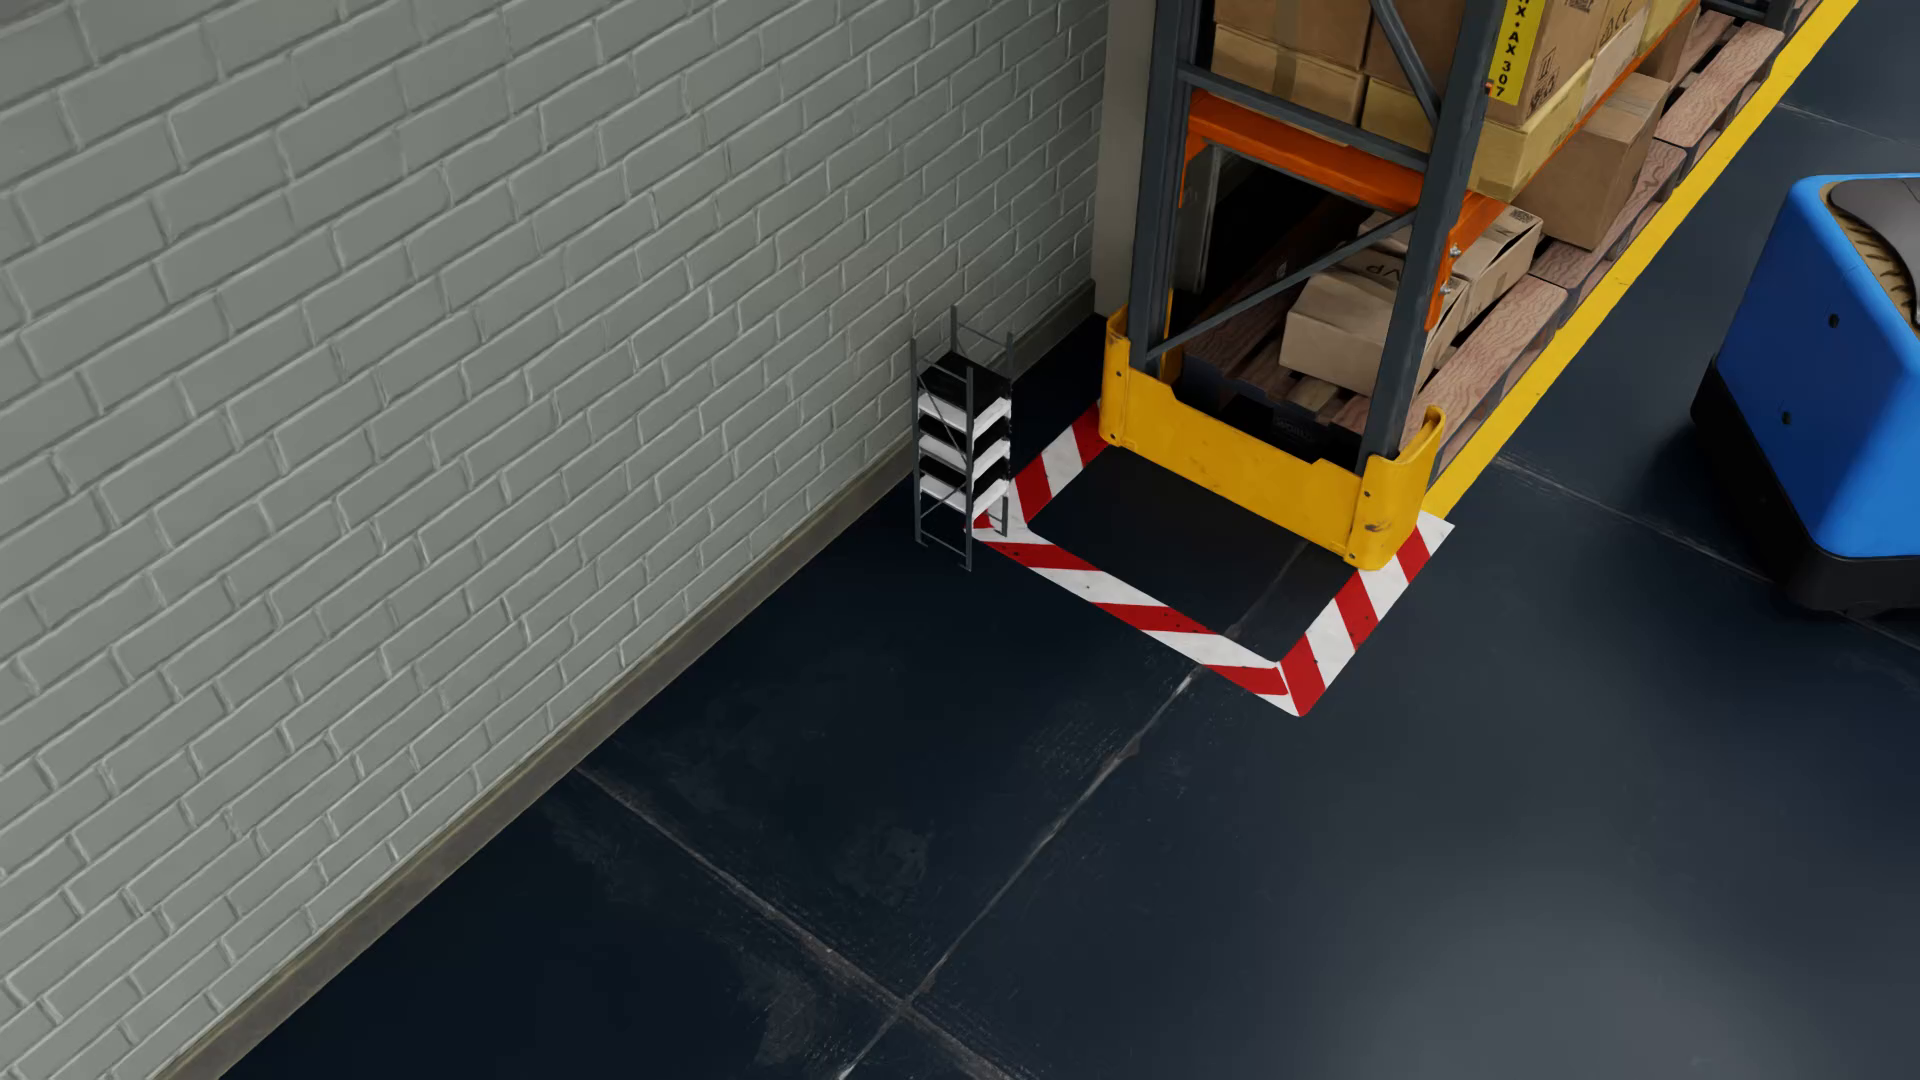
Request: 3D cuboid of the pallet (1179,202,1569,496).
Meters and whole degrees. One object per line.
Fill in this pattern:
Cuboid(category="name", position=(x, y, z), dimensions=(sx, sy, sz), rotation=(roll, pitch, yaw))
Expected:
Cuboid(category="pallet", position=(1.575, -0.754, 6.325), dimensions=(1.003, 0.211, 1.213), rotation=(29, 53, 25))

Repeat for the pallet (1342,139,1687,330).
Cuboid(category="pallet", position=(2.321, -1.449, 6.989), dimensions=(1.003, 0.211, 1.213), rotation=(29, 53, 25))

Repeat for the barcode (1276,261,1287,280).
Cuboid(category="barcode", position=(1.192, -0.994, 6.174), dimensions=(0.001, 0.075, 0.075), rotation=(29, 53, 25))

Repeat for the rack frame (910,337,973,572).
Cuboid(category="rack frame", position=(-0.057, -0.257, 5.373), dimensions=(0.240, 0.900, 0.006), rotation=(29, 53, 25))

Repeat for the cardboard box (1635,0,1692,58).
Cuboid(category="cardboard box", position=(2.175, -1.911, 5.591), dimensions=(0.500, 0.250, 0.500), rotation=(28, 53, 24))

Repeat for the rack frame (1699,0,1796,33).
Cuboid(category="rack frame", position=(3.449, -3.514, 7.032), dimensions=(1.000, 3.000, 0.127), rotation=(29, 53, 25))

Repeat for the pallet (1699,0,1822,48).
Cuboid(category="pallet", position=(3.924, -2.997, 8.467), dimensions=(1.003, 0.211, 1.213), rotation=(29, 53, 25))

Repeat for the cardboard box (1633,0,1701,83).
Cuboid(category="cardboard box", position=(2.846, -2.191, 7.193), dimensions=(0.500, 0.500, 0.500), rotation=(25, 51, 22))

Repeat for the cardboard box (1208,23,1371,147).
Cuboid(category="cardboard box", position=(1.136, -1.533, 5.230), dimensions=(0.500, 0.250, 0.500), rotation=(30, 53, 25))

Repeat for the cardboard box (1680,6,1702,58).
Cuboid(category="cardboard box", position=(3.146, -2.368, 7.592), dimensions=(0.380, 0.166, 0.250), rotation=(23, 50, 20))

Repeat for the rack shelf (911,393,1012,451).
Cuboid(category="rack shelf", position=(0.005, -0.417, 5.323), dimensions=(0.258, 0.077, 0.200), rotation=(29, 53, 25))

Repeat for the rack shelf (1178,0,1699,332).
Cuboid(category="rack shelf", position=(2.226, -2.121, 6.199), dimensions=(1.077, 0.370, 4.000), rotation=(29, 53, 25))

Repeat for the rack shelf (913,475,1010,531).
Cuboid(category="rack shelf", position=(0.005, -0.168, 5.583), dimensions=(0.258, 0.077, 0.200), rotation=(29, 53, 25))

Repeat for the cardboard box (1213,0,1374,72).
Cuboid(category="cardboard box", position=(1.123, -1.803, 4.969), dimensions=(0.500, 0.500, 0.500), rotation=(29, 53, 25))

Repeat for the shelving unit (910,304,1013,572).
Cuboid(category="shelving unit", position=(0.005, -0.315, 5.429), dimensions=(0.258, 0.900, 0.210), rotation=(29, 53, 25))

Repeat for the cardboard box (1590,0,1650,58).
Cuboid(category="cardboard box", position=(1.843, -1.858, 5.021), dimensions=(0.500, 0.500, 0.500), rotation=(29, 53, 25))

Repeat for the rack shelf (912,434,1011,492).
Cuboid(category="rack shelf", position=(0.005, -0.292, 5.453), dimensions=(0.258, 0.077, 0.200), rotation=(29, 53, 25))

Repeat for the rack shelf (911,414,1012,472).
Cuboid(category="rack shelf", position=(0.005, -0.355, 5.388), dimensions=(0.258, 0.077, 0.200), rotation=(29, 53, 25))

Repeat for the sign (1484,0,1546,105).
Cuboid(category="sign", position=(1.433, -1.284, 4.304), dimensions=(0.100, 0.325, 0.005), rotation=(29, 53, 25))

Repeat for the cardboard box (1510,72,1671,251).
Cuboid(category="cardboard box", position=(2.334, -1.593, 6.622), dimensions=(0.700, 0.500, 0.500), rotation=(26, 52, 23))

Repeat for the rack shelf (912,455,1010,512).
Cuboid(category="rack shelf", position=(0.005, -0.230, 5.518), dimensions=(0.258, 0.077, 0.200), rotation=(29, 53, 25))

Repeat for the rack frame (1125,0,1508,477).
Cuboid(category="rack frame", position=(1.003, -1.225, 4.846), dimensions=(1.000, 3.000, 0.127), rotation=(29, 53, 25))

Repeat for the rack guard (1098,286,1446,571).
Cuboid(category="rack guard", position=(1.050, -0.405, 5.791), dimensions=(1.175, 0.500, 0.348), rotation=(29, 53, 25))

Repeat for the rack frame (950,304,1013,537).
Cuboid(category="rack frame", position=(0.067, -0.374, 5.484), dimensions=(0.240, 0.900, 0.006), rotation=(29, 53, 25))

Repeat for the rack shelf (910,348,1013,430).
Cuboid(category="rack shelf", position=(0.005, -0.479, 5.258), dimensions=(0.258, 0.077, 0.200), rotation=(29, 53, 25))

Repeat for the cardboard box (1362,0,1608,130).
Cuboid(category="cardboard box", position=(1.533, -1.579, 4.755), dimensions=(0.500, 0.500, 0.500), rotation=(29, 53, 25))

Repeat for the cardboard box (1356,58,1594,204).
Cuboid(category="cardboard box", position=(1.553, -1.319, 5.025), dimensions=(0.500, 0.250, 0.500), rotation=(28, 52, 24))

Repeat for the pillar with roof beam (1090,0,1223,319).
Cuboid(category="pillar with roof beam", position=(4.154, -2.177, 1.606), dimensions=(9.100, 9.000, 0.400), rotation=(29, 53, 25))

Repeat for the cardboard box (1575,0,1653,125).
Cuboid(category="cardboard box", position=(1.859, -1.622, 5.315), dimensions=(0.500, 0.250, 0.500), rotation=(28, 52, 24))

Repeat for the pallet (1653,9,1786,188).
Cuboid(category="pallet", position=(3.066, -2.151, 7.658), dimensions=(1.003, 0.211, 1.213), rotation=(29, 53, 25))

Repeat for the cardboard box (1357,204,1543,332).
Cuboid(category="cardboard box", position=(1.846, -1.130, 6.311), dimensions=(0.500, 0.311, 0.500), rotation=(34, 55, 28))

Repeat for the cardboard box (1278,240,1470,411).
Cuboid(category="cardboard box", position=(1.498, -0.804, 5.999), dimensions=(0.500, 0.311, 0.500), rotation=(24, 51, 21))

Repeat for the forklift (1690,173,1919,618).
Cuboid(category="forklift", position=(4.206, -1.159, 4.830), dimensions=(3.031, 2.935, 1.130), rotation=(-2, 46, -2))
